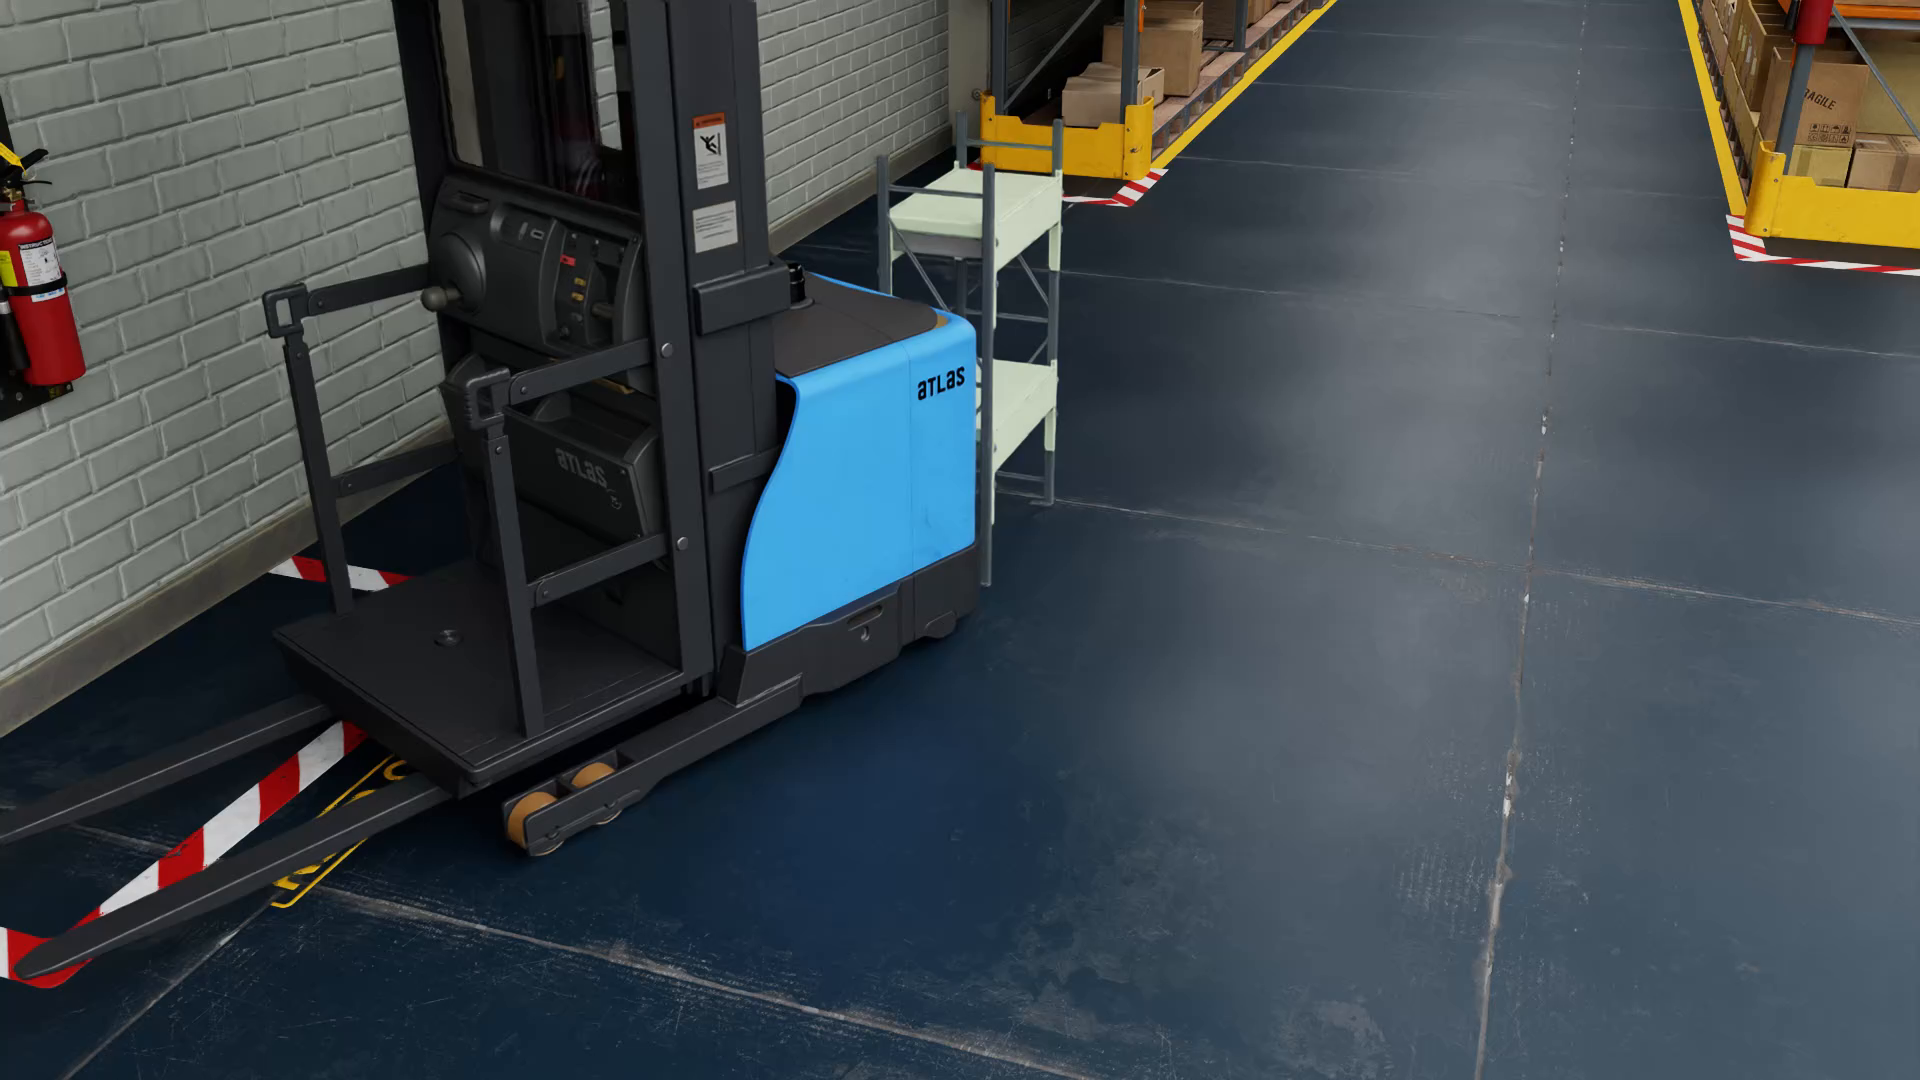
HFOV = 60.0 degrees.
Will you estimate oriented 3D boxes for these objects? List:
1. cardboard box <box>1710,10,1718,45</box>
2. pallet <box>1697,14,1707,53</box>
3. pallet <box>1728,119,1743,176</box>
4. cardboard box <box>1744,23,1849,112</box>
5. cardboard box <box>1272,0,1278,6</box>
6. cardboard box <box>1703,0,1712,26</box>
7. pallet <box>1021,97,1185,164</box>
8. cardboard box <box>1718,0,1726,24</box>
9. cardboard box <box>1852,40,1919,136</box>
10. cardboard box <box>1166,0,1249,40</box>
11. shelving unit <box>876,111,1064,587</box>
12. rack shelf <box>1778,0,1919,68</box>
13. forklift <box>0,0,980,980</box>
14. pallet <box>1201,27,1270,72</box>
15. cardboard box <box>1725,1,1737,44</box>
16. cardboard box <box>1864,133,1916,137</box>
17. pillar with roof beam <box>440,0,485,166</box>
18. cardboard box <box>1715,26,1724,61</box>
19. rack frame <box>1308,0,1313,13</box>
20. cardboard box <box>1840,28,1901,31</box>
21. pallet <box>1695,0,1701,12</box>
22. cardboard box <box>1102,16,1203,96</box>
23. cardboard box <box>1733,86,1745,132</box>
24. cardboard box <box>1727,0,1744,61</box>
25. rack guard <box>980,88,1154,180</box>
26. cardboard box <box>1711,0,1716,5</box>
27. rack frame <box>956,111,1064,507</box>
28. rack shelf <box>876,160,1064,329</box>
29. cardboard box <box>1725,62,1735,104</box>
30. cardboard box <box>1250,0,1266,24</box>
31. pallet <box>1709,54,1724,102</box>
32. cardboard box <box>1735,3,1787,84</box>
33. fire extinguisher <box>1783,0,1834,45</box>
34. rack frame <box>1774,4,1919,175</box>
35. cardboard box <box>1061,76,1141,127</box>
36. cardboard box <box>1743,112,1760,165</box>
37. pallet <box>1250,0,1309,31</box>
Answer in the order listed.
[{"bbox_3d":[7.082,-4.626,15.035,0.500,0.250,0.500,9,27,18],"label":"cardboard box"},{"bbox_3d":[7.727,-4.891,16.110,1.003,0.211,1.213,9,27,17],"label":"pallet"},{"bbox_3d":[5.998,-2.756,11.701,1.003,0.211,1.213,9,27,17],"label":"pallet"},{"bbox_3d":[5.592,-3.157,11.141,0.500,0.500,0.500,9,27,17],"label":"cardboard box"},{"bbox_3d":[2.894,-5.770,17.090,0.700,0.500,0.500,9,27,17],"label":"cardboard box"},{"bbox_3d":[7.420,-5.051,15.914,0.500,0.250,0.500,8,27,16],"label":"cardboard box"},{"bbox_3d":[1.032,-3.013,12.231,1.003,0.211,1.213,9,27,17],"label":"pallet"},{"bbox_3d":[6.907,-4.666,14.476,0.500,0.311,0.500,9,27,17],"label":"cardboard box"},{"bbox_3d":[5.928,-2.874,10.557,0.500,0.500,0.500,9,27,17],"label":"cardboard box"},{"bbox_3d":[2.263,-4.930,15.353,0.700,0.500,0.500,10,27,19],"label":"cardboard box"},{"bbox_3d":[0.048,-0.691,5.957,0.431,1.500,0.755,9,27,18],"label":"shelving unit"},{"bbox_3d":[6.041,-3.689,11.254,1.077,0.370,4.000,9,27,17],"label":"rack shelf"},{"bbox_3d":[-1.306,-0.720,4.373,1.130,2.935,3.031,22,34,38],"label":"forklift"},{"bbox_3d":[2.292,-4.617,15.544,1.003,0.211,1.213,9,27,17],"label":"pallet"},{"bbox_3d":[6.571,-4.247,13.609,0.500,0.311,0.500,9,27,17],"label":"cardboard box"},{"bbox_3d":[5.927,-2.537,10.721,0.500,0.250,0.500,9,27,17],"label":"cardboard box"},{"bbox_3d":[2.183,-3.931,4.044,9.100,9.000,0.400,9,27,17],"label":"pillar with roof beam"},{"bbox_3d":[6.741,-4.207,14.170,0.500,0.250,0.500,8,27,17],"label":"cardboard box"},{"bbox_3d":[3.365,-7.196,17.670,1.000,3.000,0.127,9,27,17],"label":"rack frame"},{"bbox_3d":[6.265,-3.284,11.404,0.500,0.500,0.500,9,27,17],"label":"cardboard box"},{"bbox_3d":[8.729,-6.025,18.451,1.003,0.211,1.213,9,27,17],"label":"pallet"},{"bbox_3d":[1.499,-3.781,12.980,0.700,0.500,0.500,7,27,14],"label":"cardboard box"},{"bbox_3d":[5.763,-3.024,11.727,0.500,0.250,0.500,9,27,17],"label":"cardboard box"},{"bbox_3d":[6.257,-3.979,12.839,0.500,0.500,0.500,9,27,17],"label":"cardboard box"},{"bbox_3d":[0.728,-2.814,11.489,1.175,0.500,0.348,9,27,17],"label":"rack guard"},{"bbox_3d":[7.248,-5.084,15.338,0.500,0.311,0.500,8,27,16],"label":"cardboard box"},{"bbox_3d":[0.176,-0.841,6.265,0.400,1.500,0.023,9,27,18],"label":"rack frame"},{"bbox_3d":[0.048,-1.042,5.786,0.431,0.370,0.720,9,27,18],"label":"rack shelf"},{"bbox_3d":[6.095,-3.435,12.576,0.500,0.250,0.500,9,27,17],"label":"cardboard box"},{"bbox_3d":[2.596,-5.353,16.228,0.700,0.500,0.500,9,27,18],"label":"cardboard box"},{"bbox_3d":[6.915,-3.889,14.039,1.003,0.211,1.213,9,27,17],"label":"pallet"},{"bbox_3d":[5.924,-3.568,11.990,0.500,0.500,0.500,9,27,17],"label":"cardboard box"},{"bbox_3d":[4.898,-3.175,9.455,0.296,0.674,0.183,9,27,17],"label":"fire extinguisher"},{"bbox_3d":[5.376,-3.191,9.399,1.000,3.000,0.127,9,27,17],"label":"rack frame"},{"bbox_3d":[1.018,-3.167,11.930,0.500,0.311,0.500,6,26,12],"label":"cardboard box"},{"bbox_3d":[5.430,-2.613,10.879,0.500,0.250,0.500,9,27,17],"label":"cardboard box"},{"bbox_3d":[3.104,-5.620,17.615,1.003,0.211,1.213,9,27,17],"label":"pallet"}]
